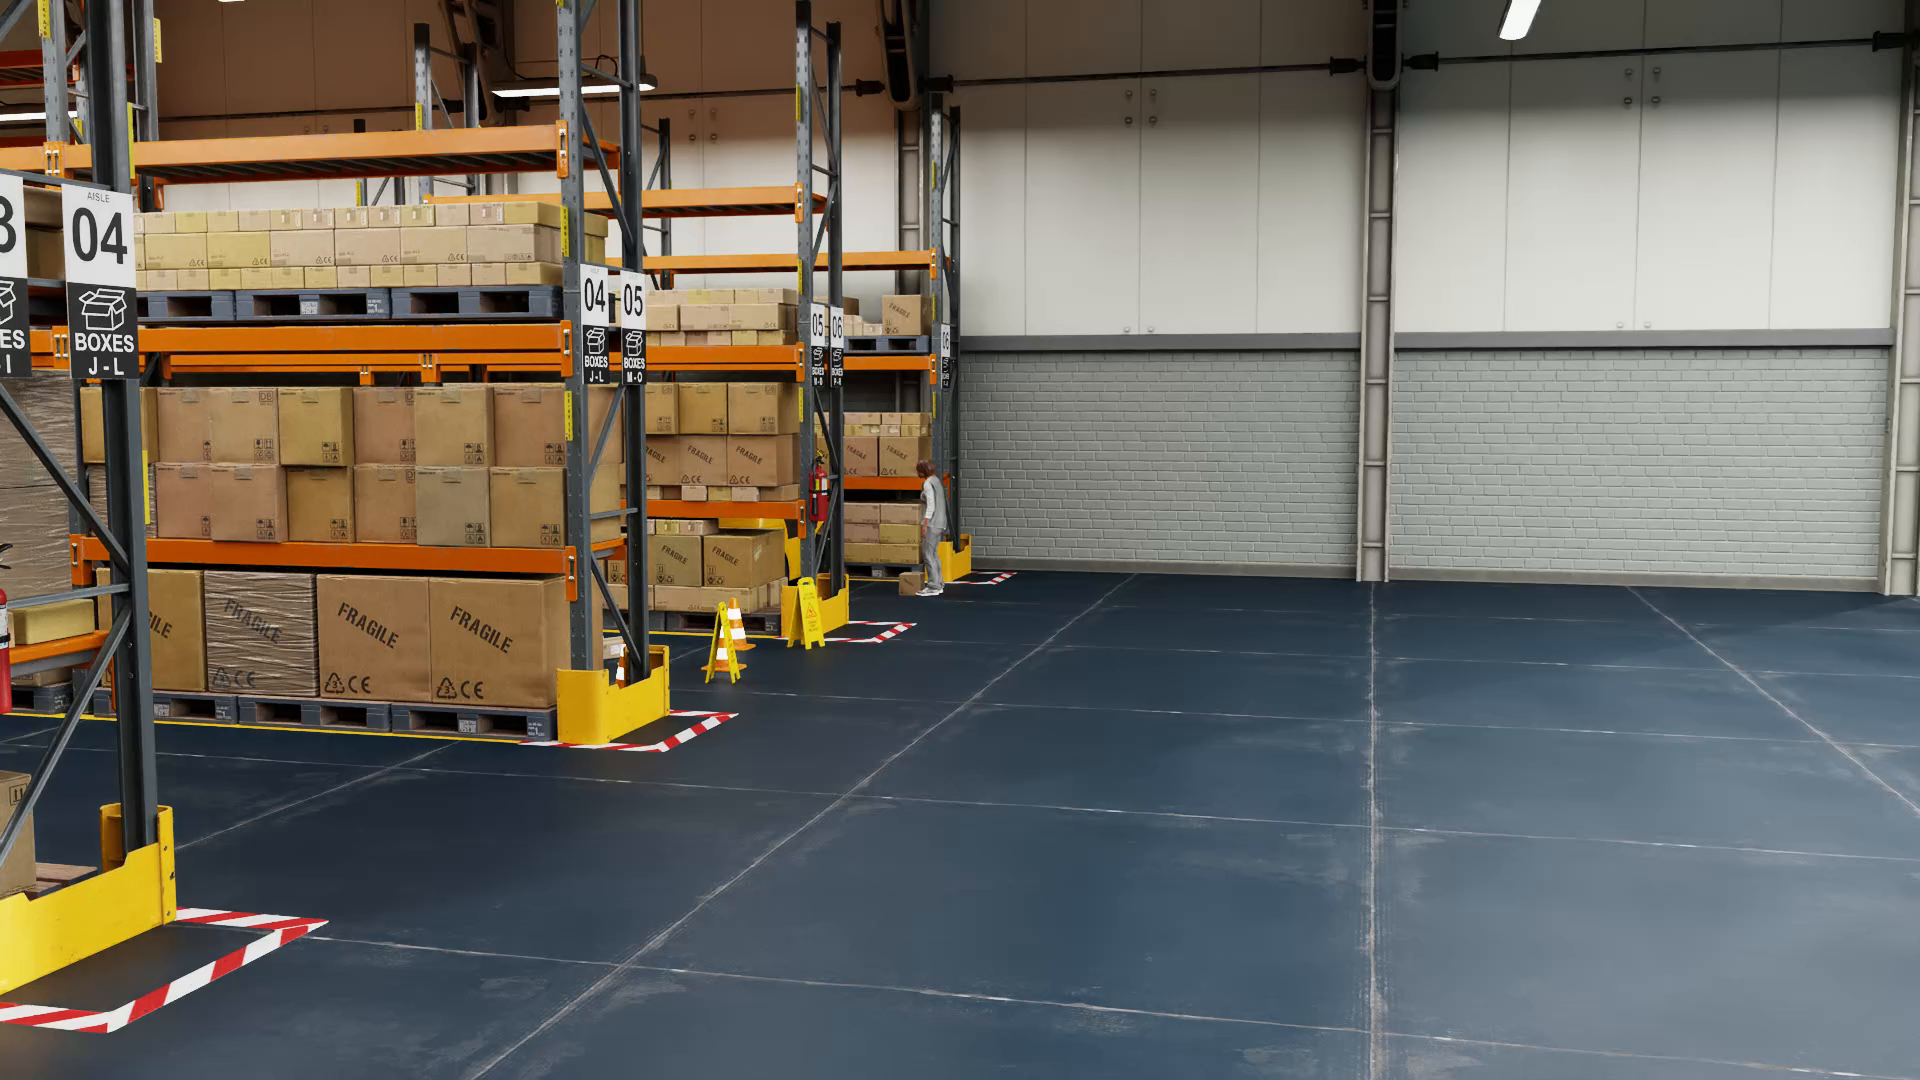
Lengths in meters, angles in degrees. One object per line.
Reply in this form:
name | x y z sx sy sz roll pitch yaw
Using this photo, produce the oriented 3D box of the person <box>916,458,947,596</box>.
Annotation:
person | -0.332 -0.151 19.336 0.344 1.593 0.480 1 5 12
